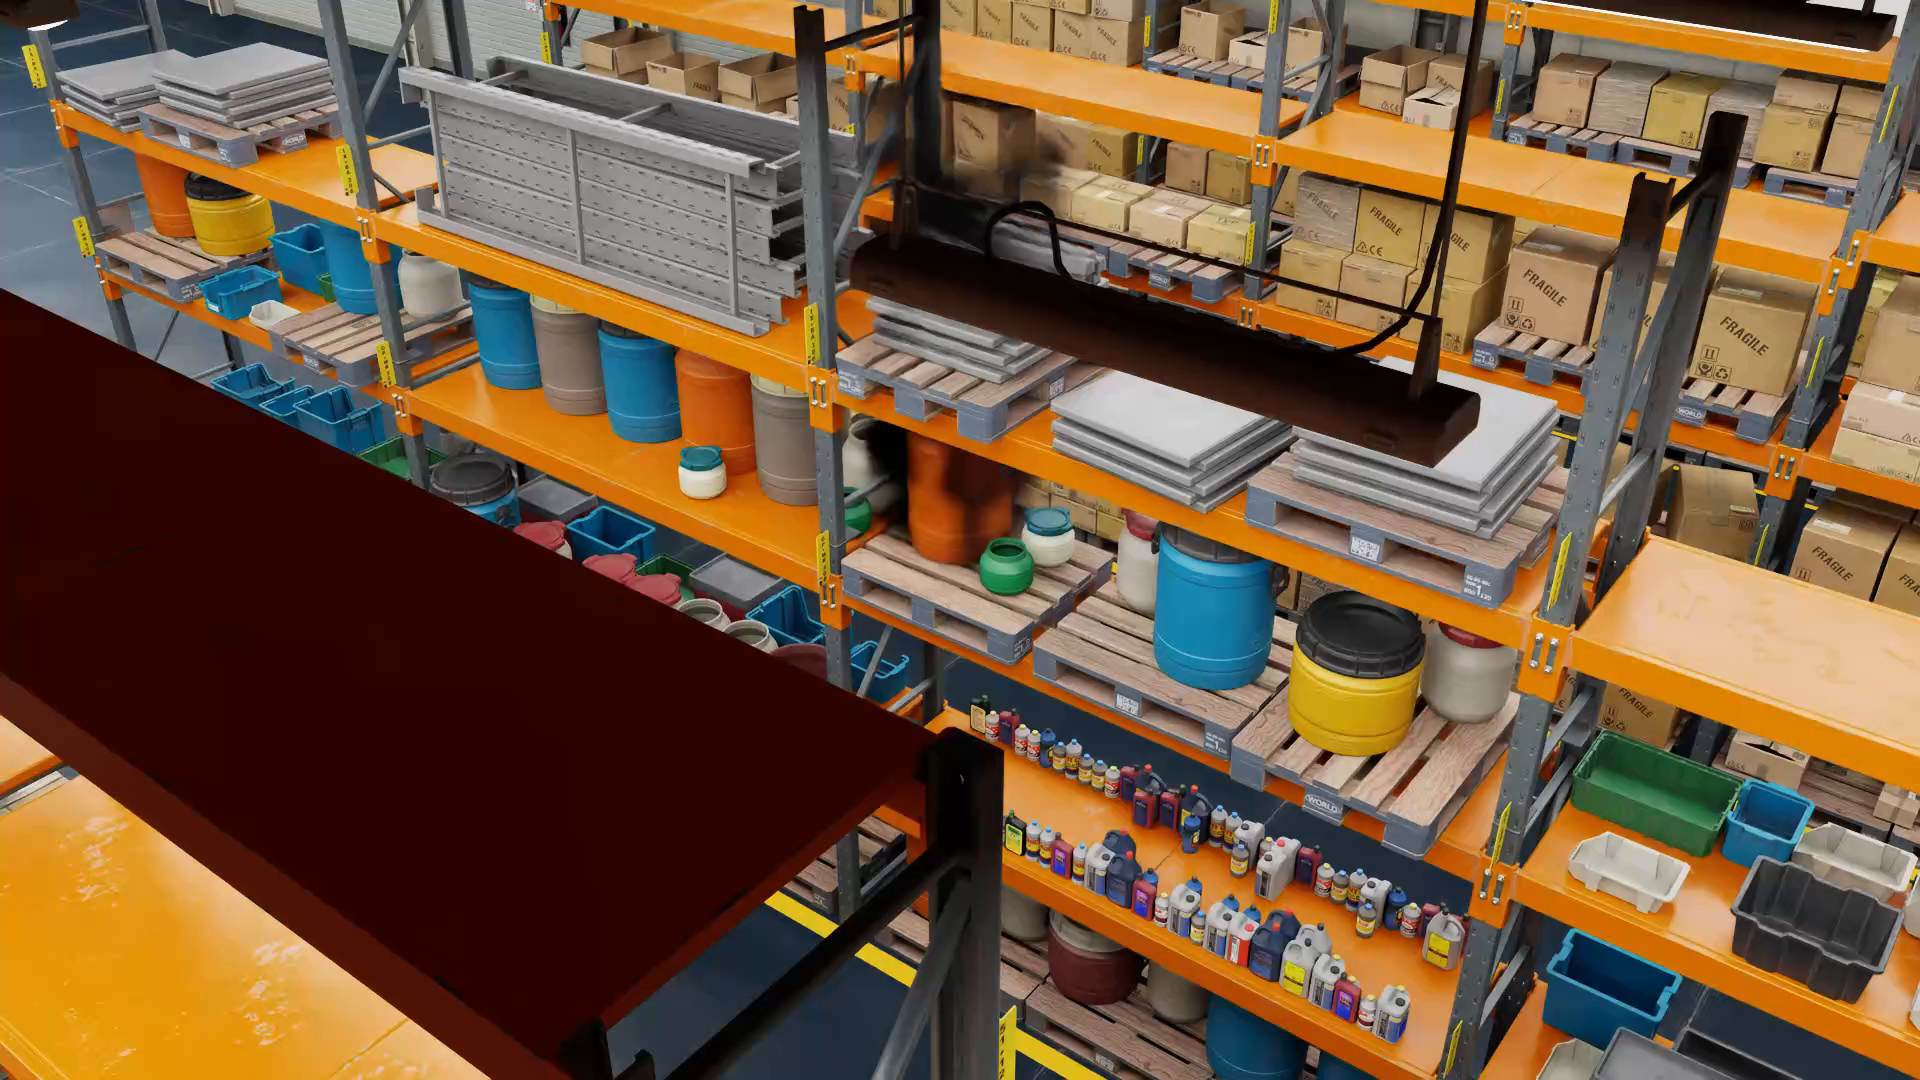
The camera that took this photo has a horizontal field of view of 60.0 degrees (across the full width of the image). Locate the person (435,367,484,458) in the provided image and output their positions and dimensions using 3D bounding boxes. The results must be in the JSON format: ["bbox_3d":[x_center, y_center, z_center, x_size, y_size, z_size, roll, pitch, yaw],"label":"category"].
[{"bbox_3d":[-4.586,-1.043,15.459,0.587,1.630,0.615,18,36,27],"label":"person"}]
